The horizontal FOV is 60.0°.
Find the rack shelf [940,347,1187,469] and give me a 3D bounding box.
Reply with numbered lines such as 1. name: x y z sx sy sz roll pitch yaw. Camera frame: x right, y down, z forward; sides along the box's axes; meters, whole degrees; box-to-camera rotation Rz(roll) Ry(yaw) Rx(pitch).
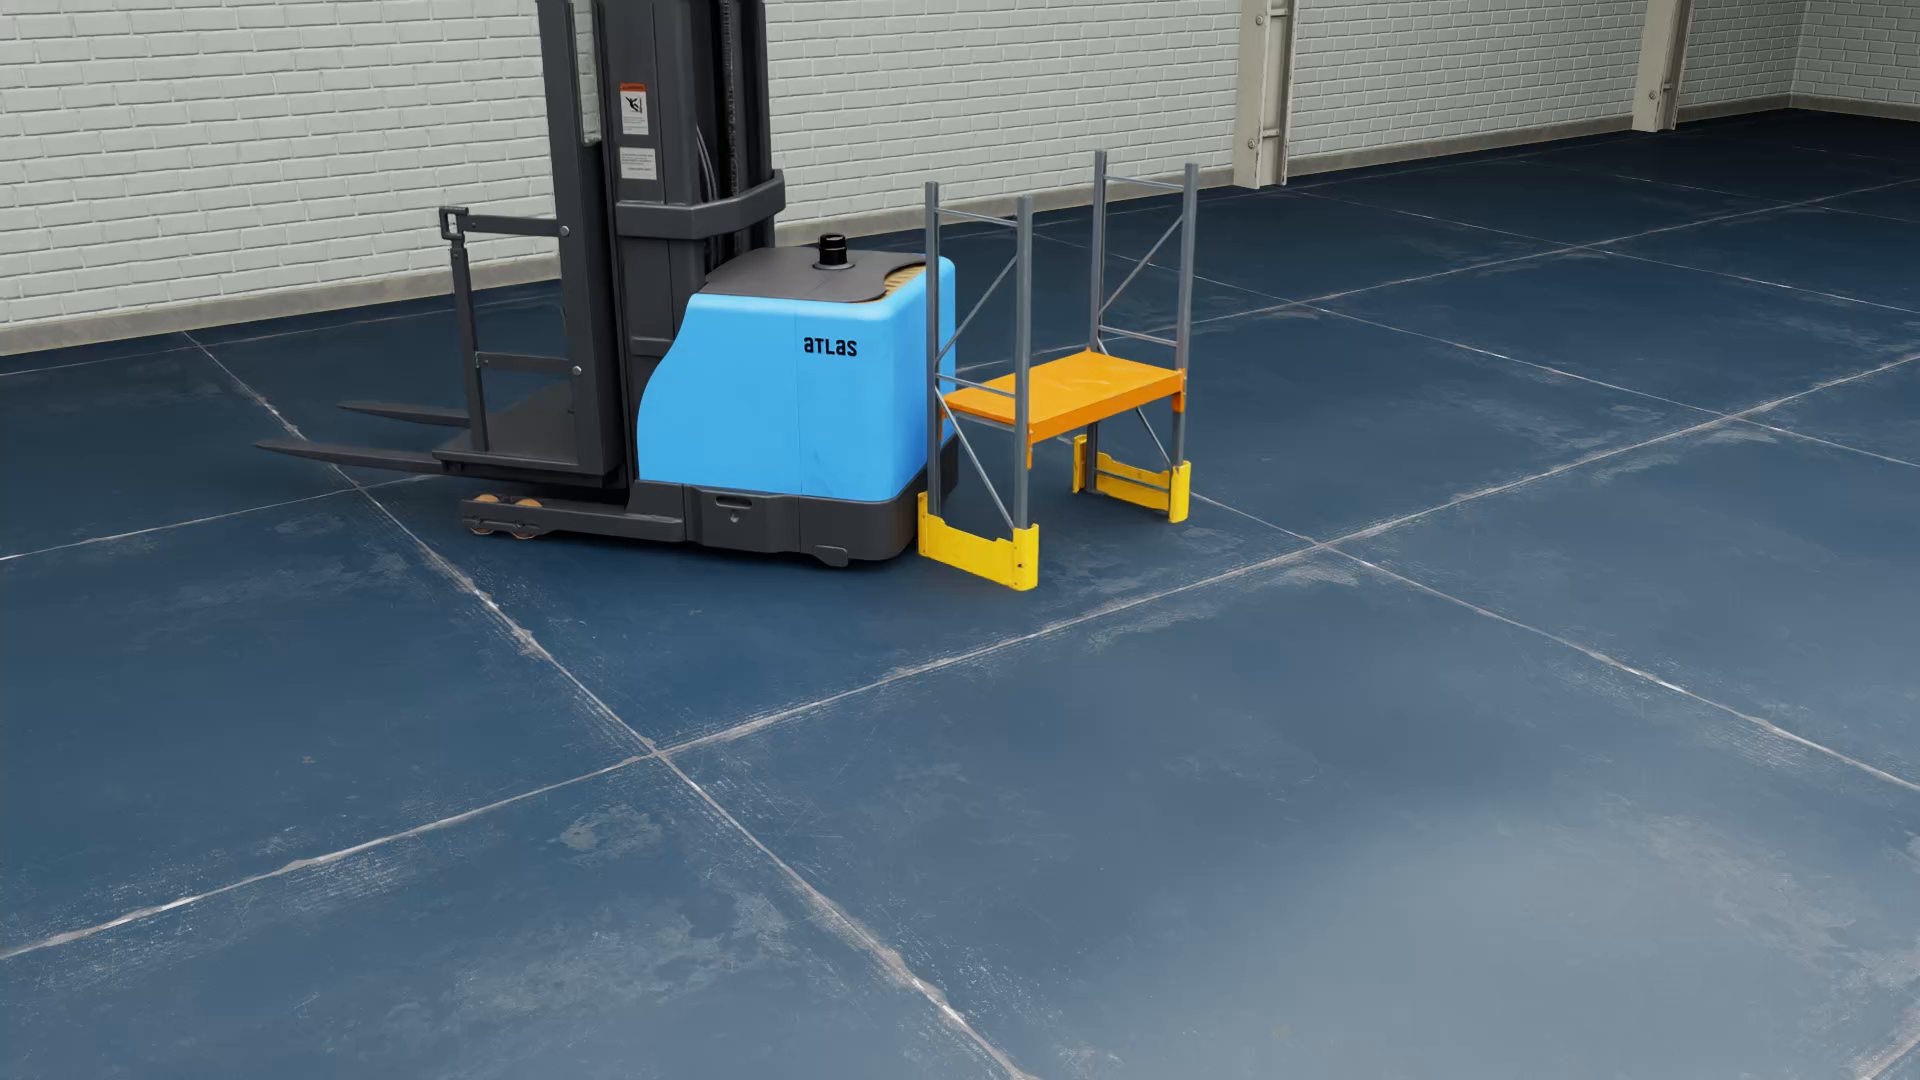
1. rack shelf: 0.408 -0.553 6.744 0.538 0.185 1.000 19 29 39

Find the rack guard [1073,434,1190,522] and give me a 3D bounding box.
1. rack guard: 0.740 -0.273 7.242 0.587 0.250 0.087 19 29 39

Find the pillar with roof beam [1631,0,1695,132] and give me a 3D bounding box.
1. pillar with roof beam: 10.053 -7.361 13.202 0.400 9.000 9.100 -15 26 -33

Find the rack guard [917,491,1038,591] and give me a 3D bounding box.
1. rack guard: 0.064 -0.001 6.563 0.587 0.250 0.087 19 29 39

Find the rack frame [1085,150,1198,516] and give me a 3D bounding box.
1. rack frame: 0.753 -0.858 7.024 0.500 1.500 0.032 19 29 39

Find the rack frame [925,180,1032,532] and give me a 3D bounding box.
1. rack frame: 0.064 -0.582 6.330 0.500 1.500 0.032 19 29 39

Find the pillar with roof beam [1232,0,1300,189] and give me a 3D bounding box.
1. pillar with roof beam: 5.183 -6.063 9.948 0.400 9.000 9.100 -15 26 -33

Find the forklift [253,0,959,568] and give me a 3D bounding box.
1. forklift: -1.582 -1.543 6.808 3.031 2.935 1.130 6 23 15

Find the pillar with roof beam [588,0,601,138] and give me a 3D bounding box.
1. pillar with roof beam: 0.312 -4.764 6.693 0.400 9.000 9.100 -15 26 -33

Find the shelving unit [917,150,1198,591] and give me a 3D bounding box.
1. shelving unit: 0.402 -0.718 6.671 0.587 1.500 1.083 19 29 39
